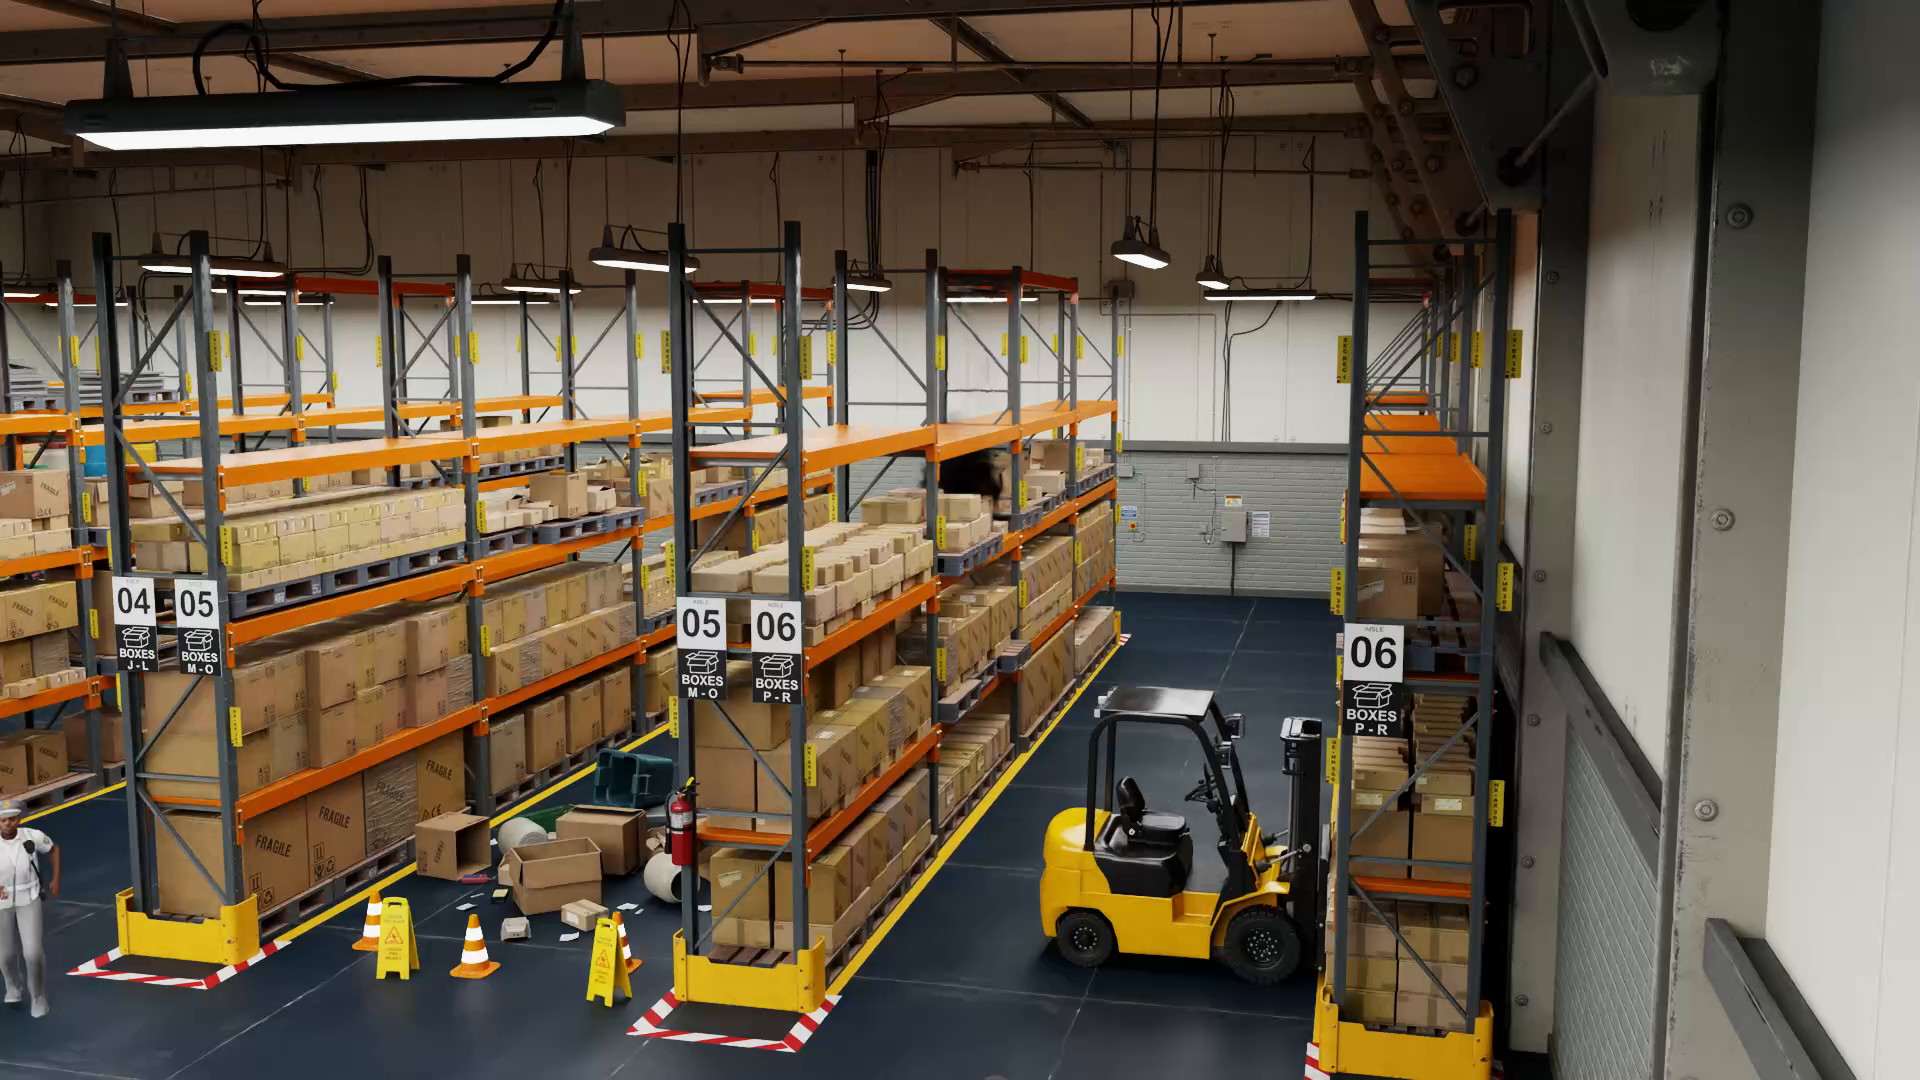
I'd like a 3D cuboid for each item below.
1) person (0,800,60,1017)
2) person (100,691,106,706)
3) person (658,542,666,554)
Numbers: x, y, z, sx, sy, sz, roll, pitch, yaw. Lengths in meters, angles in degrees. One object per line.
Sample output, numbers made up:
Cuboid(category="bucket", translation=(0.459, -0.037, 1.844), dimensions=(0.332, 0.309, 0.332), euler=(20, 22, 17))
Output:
Cuboid(category="person", translation=(-7.175, 2.812, 12.669), dimensions=(0.596, 1.741, 0.714), euler=(-4, 8, -29))
Cuboid(category="person", translation=(-11.803, 1.558, 22.425), dimensions=(0.636, 1.823, 0.763), euler=(1, 7, 6))
Cuboid(category="person", translation=(-4.898, 0.893, 28.041), dimensions=(0.691, 1.742, 0.666), euler=(3, 8, 24))
